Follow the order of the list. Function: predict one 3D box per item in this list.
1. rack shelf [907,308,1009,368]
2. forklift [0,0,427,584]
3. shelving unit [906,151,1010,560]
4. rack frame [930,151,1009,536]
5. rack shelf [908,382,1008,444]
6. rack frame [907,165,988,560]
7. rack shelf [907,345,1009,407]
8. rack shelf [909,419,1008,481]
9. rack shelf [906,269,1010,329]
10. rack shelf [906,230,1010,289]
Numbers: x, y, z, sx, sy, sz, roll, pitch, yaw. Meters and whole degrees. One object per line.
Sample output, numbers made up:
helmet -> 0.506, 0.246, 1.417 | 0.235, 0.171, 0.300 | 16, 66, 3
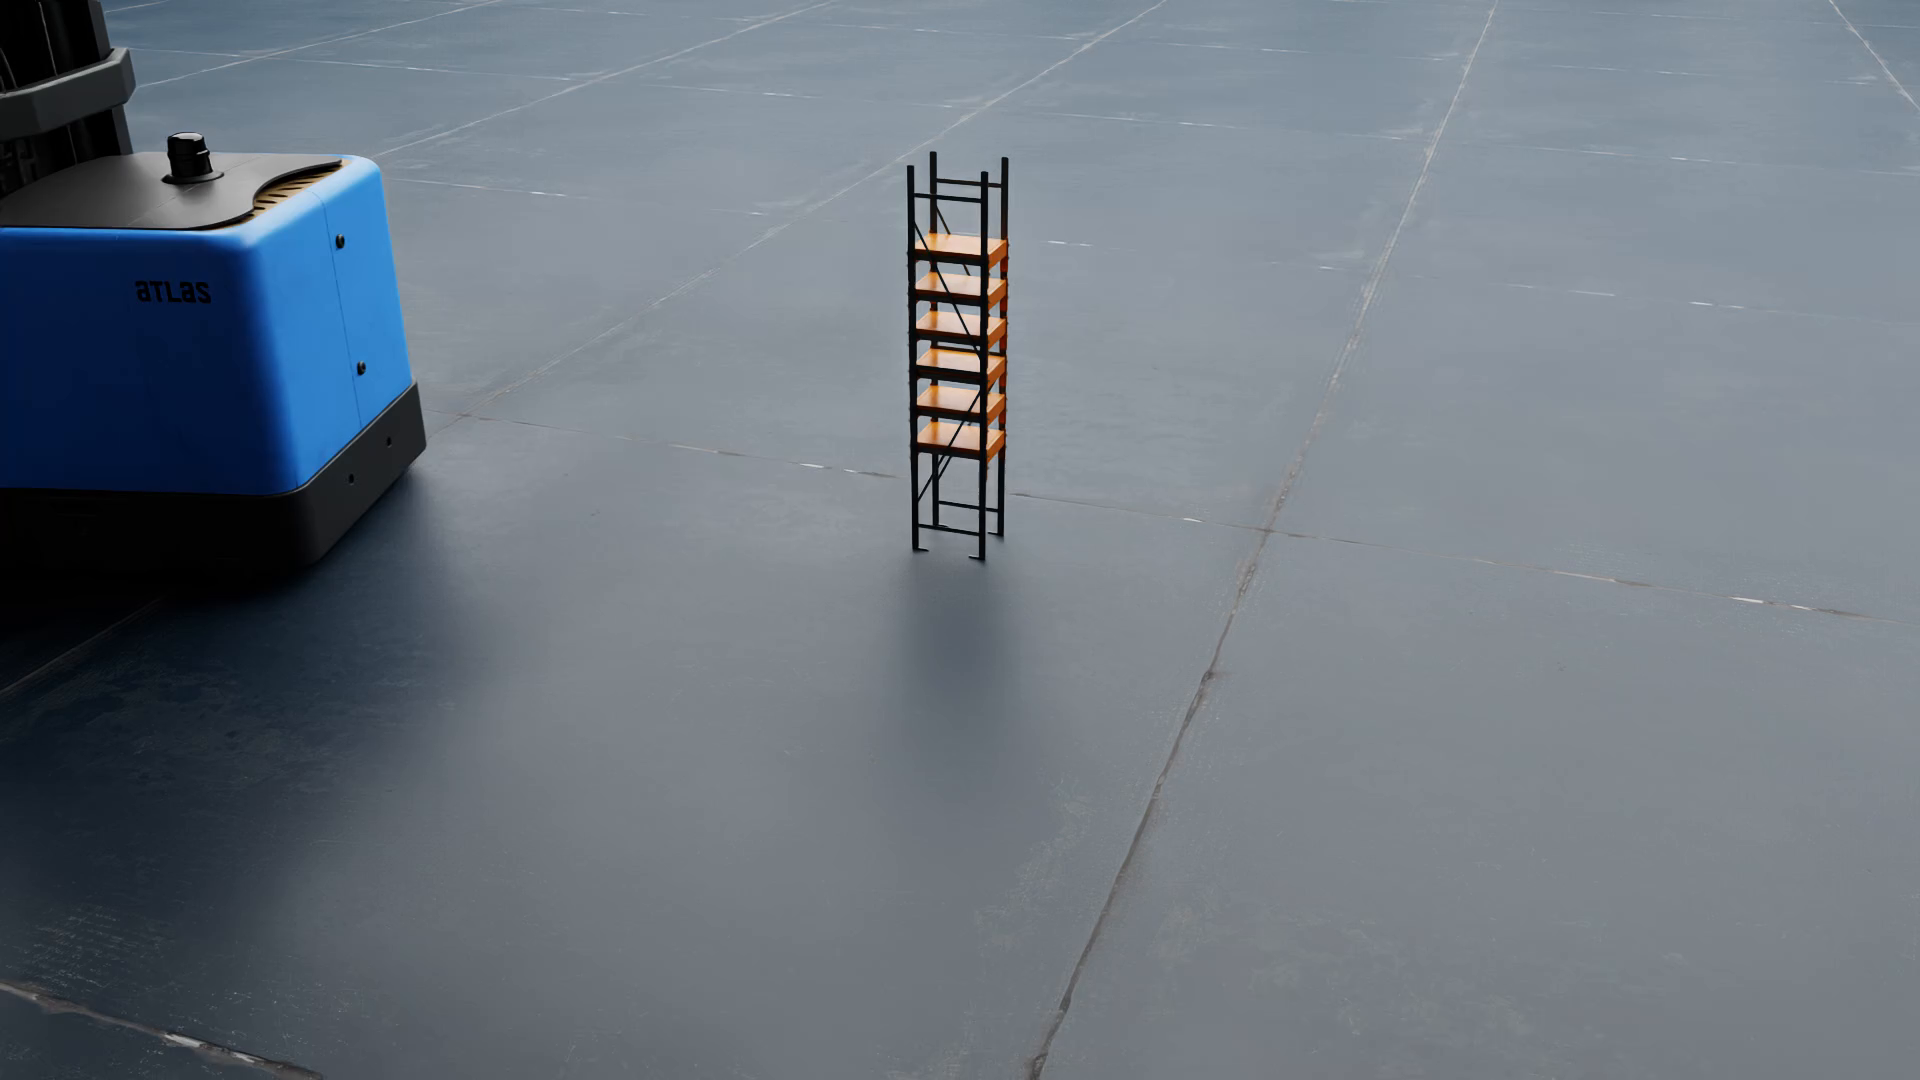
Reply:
rack shelf -> -0.005, -0.602, 4.943 | 0.258, 0.103, 0.180 | 9, 27, 17
forklift -> -3.387, -1.436, 4.853 | 3.031, 2.935, 1.130 | 2, 26, 4
shelving unit -> -0.005, -0.534, 4.976 | 0.258, 1.200, 0.189 | 9, 27, 17
rack frame -> 0.026, -0.572, 5.054 | 0.240, 1.200, 0.006 | 9, 27, 17
rack shelf -> -0.005, -0.386, 5.048 | 0.258, 0.103, 0.180 | 9, 27, 17
rack frame -> -0.035, -0.496, 4.899 | 0.240, 1.200, 0.006 | 9, 27, 17
rack shelf -> -0.005, -0.494, 4.996 | 0.258, 0.103, 0.180 | 9, 27, 17
rack shelf -> -0.005, -0.278, 5.100 | 0.258, 0.103, 0.180 | 9, 27, 17
rack shelf -> -0.005, -0.710, 4.891 | 0.258, 0.103, 0.180 | 9, 27, 17
rack shelf -> -0.005, -0.818, 4.839 | 0.258, 0.103, 0.180 | 9, 27, 17
